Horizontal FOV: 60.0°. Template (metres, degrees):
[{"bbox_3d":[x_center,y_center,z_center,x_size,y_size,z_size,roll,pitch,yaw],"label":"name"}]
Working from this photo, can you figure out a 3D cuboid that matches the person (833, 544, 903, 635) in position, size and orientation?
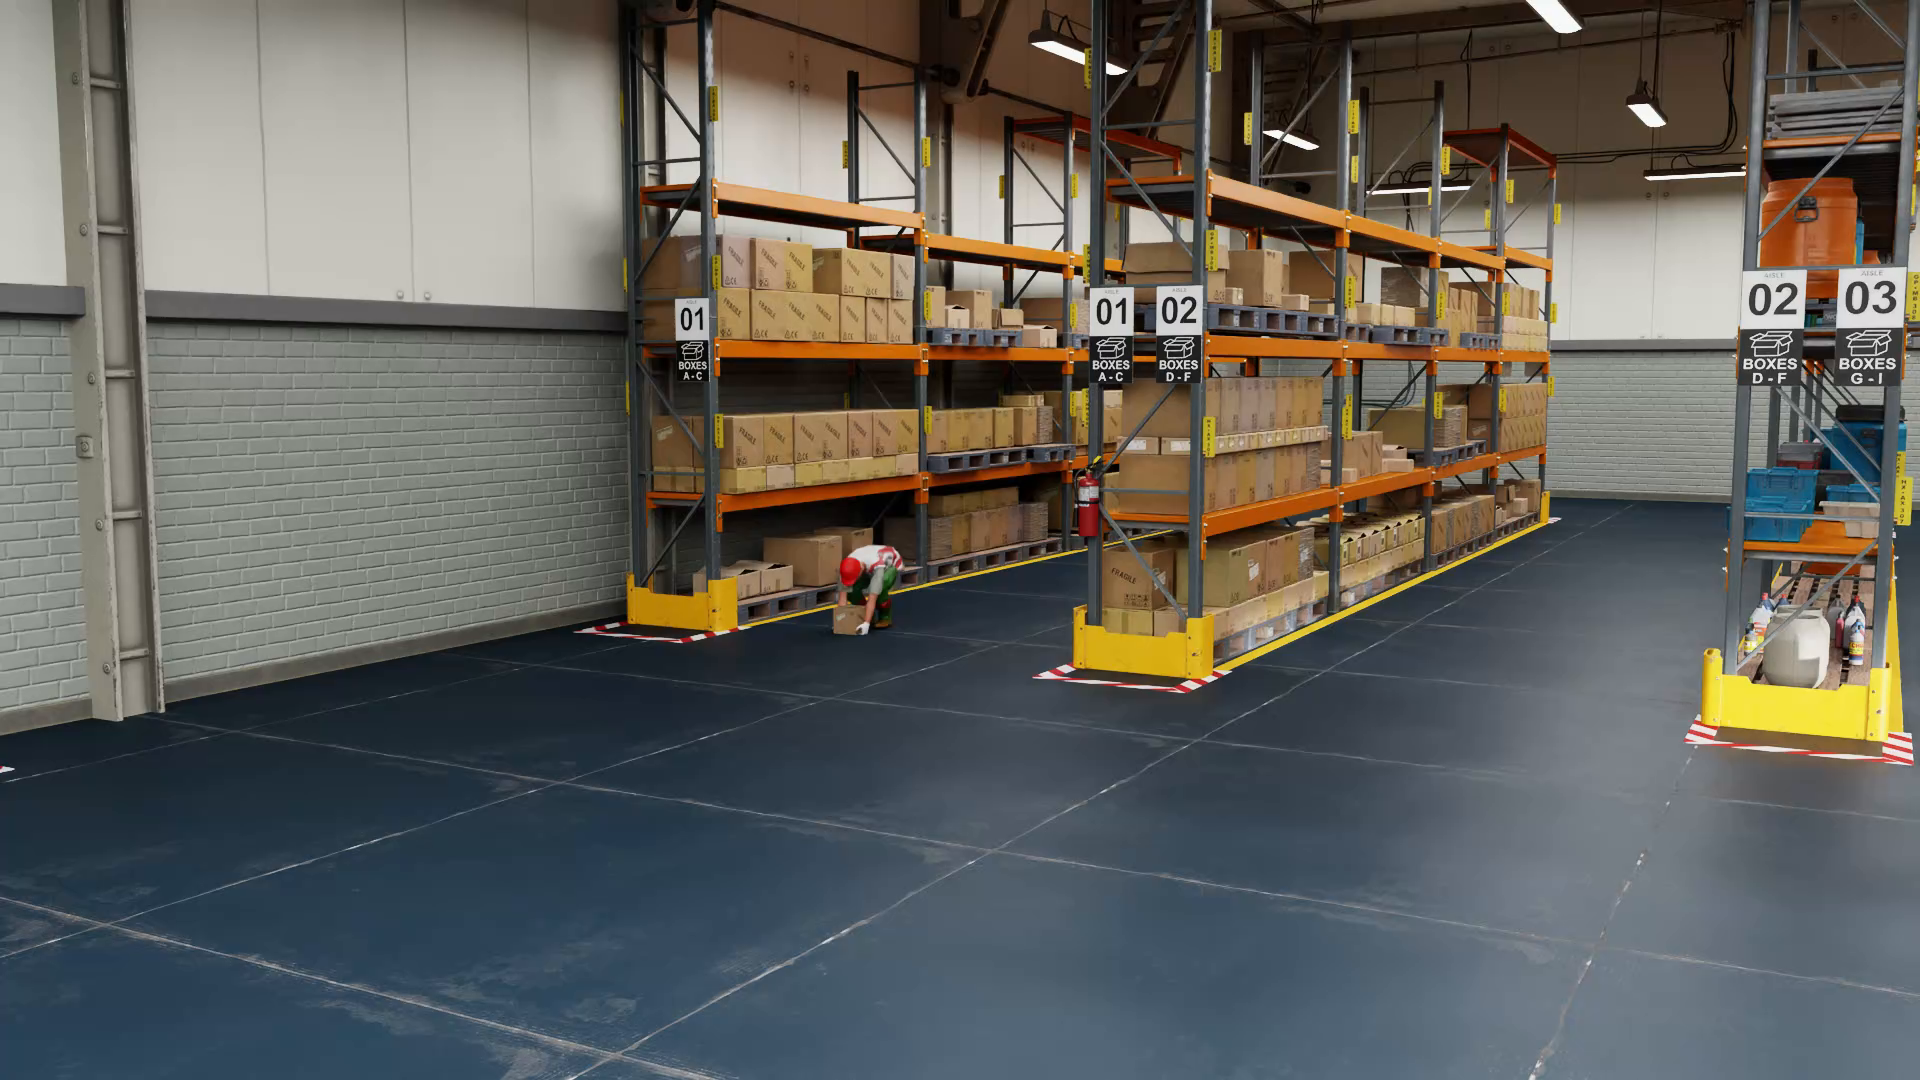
[{"bbox_3d":[-0.909,0.478,16.241,0.519,0.831,0.966,3,7,27],"label":"person"}]
